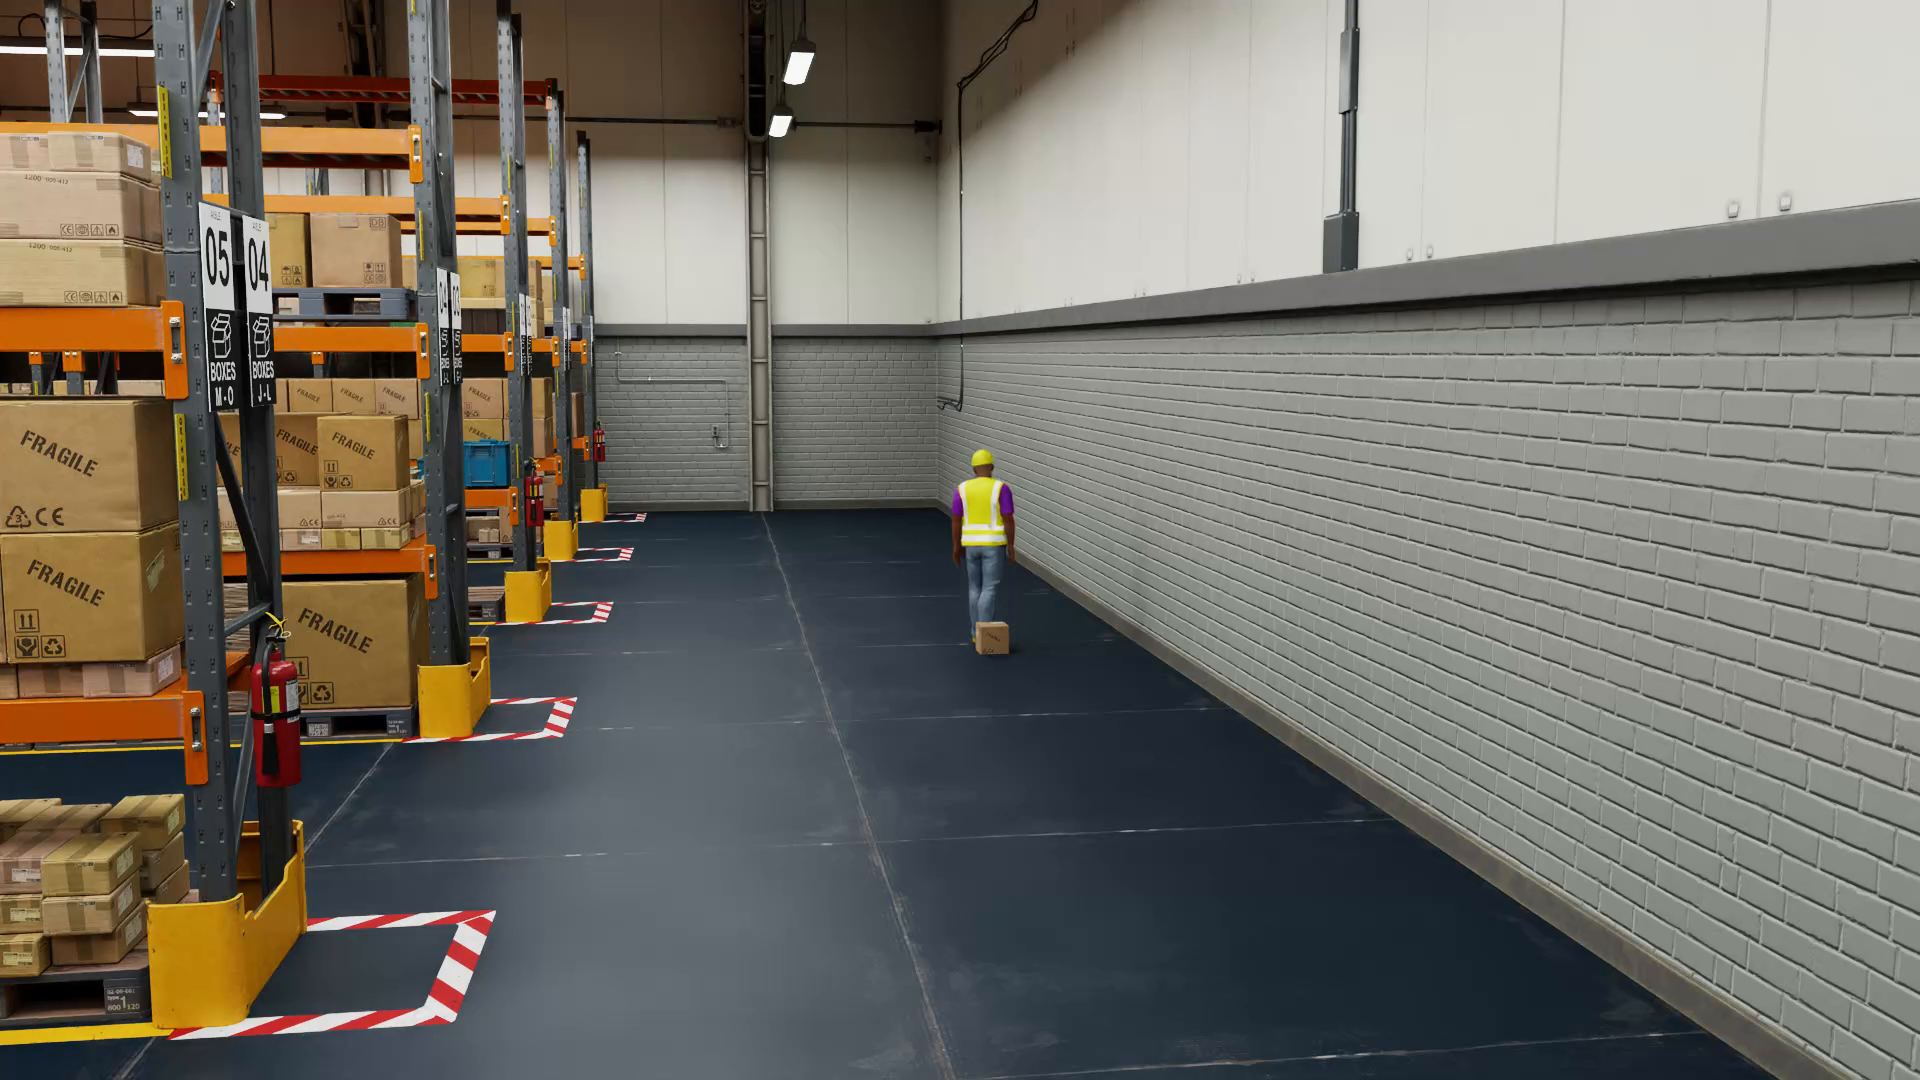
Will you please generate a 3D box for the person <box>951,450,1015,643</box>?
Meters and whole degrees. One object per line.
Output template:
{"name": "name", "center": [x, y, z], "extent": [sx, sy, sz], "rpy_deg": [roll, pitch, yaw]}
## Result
{"name": "person", "center": [0.216, 0.068, 15.003], "extent": [0.588, 1.766, 0.571], "rpy_deg": [3, 7, 23]}
